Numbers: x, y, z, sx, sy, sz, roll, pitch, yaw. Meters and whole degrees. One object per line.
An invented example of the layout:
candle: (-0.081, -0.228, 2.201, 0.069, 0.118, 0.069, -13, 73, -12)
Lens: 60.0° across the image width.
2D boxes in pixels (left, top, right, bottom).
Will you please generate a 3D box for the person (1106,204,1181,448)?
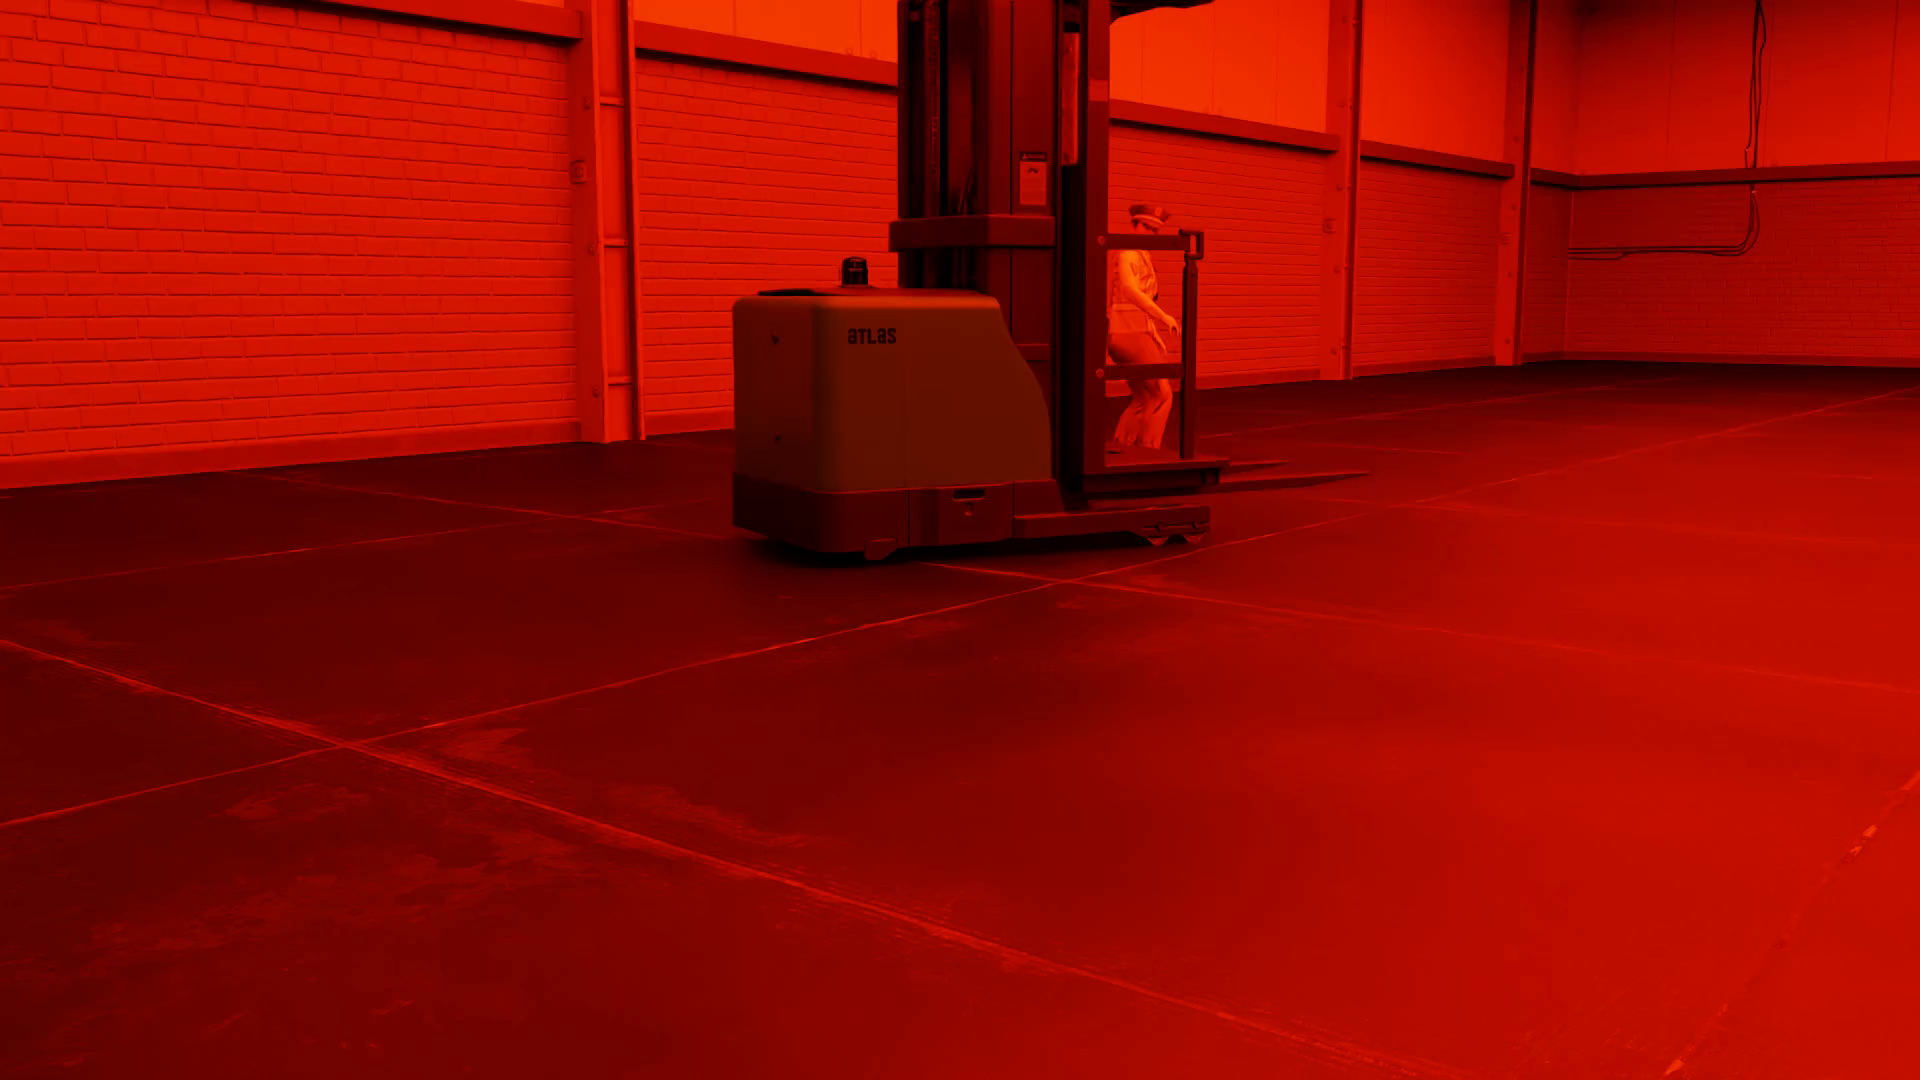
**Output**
person: (1.098, -1.202, 10.077, 0.483, 1.632, 0.712, -1, 8, -3)

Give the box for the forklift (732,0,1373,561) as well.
forklift: (0.532, -1.495, 7.499, 3.031, 2.935, 1.130, -5, 9, -29)
